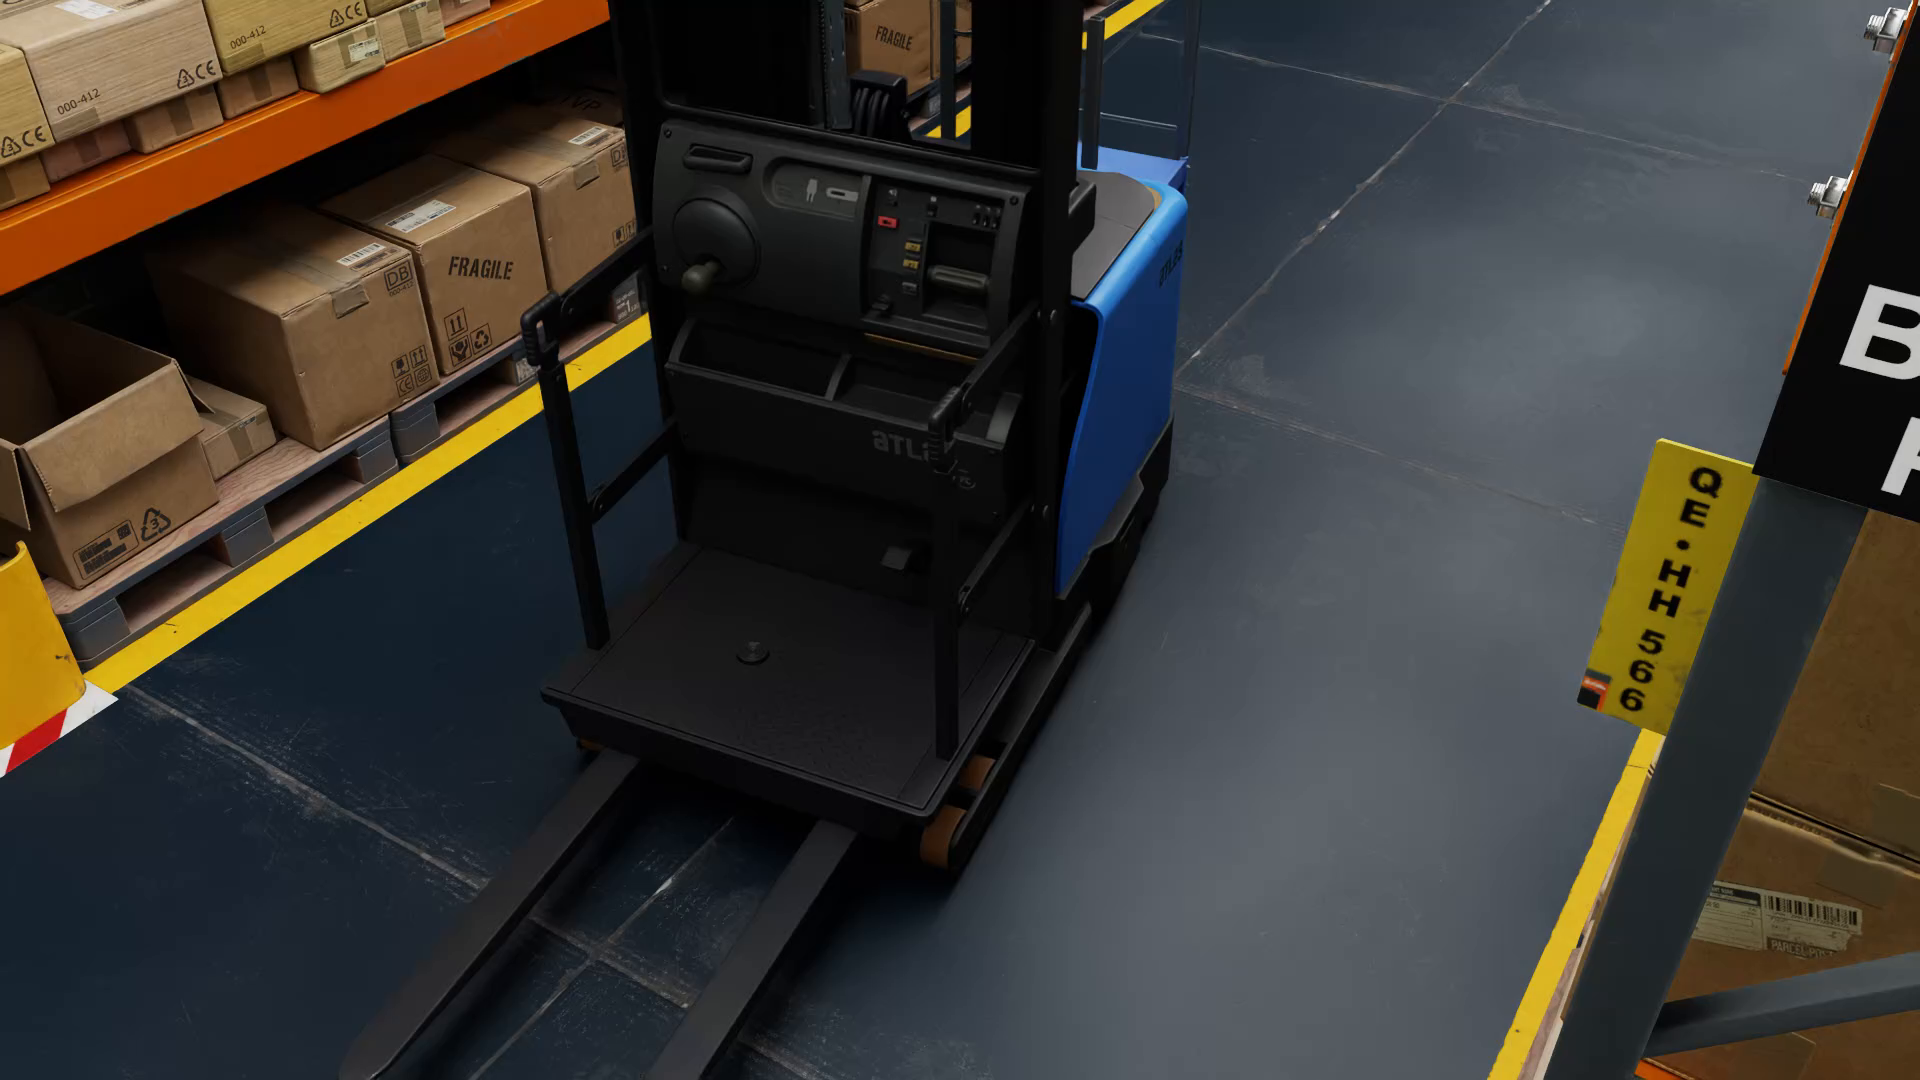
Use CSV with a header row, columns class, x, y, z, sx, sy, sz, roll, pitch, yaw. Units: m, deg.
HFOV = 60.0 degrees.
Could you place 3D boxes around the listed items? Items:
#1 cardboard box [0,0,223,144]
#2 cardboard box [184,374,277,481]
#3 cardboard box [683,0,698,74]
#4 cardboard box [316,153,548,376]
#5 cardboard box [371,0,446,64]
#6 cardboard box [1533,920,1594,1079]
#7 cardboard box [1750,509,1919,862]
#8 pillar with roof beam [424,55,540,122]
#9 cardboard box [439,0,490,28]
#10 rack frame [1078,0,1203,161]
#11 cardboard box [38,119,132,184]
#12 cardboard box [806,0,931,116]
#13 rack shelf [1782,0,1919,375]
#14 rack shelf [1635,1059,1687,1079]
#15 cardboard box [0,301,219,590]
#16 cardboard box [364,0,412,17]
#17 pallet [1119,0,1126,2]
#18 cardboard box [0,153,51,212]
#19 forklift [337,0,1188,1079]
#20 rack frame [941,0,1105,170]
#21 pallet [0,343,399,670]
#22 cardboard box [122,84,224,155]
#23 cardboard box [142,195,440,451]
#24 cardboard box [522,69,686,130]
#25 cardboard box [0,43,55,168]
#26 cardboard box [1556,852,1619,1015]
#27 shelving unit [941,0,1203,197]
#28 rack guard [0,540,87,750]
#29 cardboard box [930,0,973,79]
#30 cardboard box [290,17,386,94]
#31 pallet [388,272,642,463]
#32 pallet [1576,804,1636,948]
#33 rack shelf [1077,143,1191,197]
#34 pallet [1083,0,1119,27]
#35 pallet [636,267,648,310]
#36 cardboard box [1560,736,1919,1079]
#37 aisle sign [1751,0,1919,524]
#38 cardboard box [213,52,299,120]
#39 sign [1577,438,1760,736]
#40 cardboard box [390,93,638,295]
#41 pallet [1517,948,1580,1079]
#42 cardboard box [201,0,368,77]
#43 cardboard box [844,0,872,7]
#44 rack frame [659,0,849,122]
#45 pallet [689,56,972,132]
class,x,y,z,sx,sy,sz,roll,pitch,yaw
cardboard box,-2.329,-1.296,4.353,0.500,0.250,0.500,22,43,26
cardboard box,-2.401,-0.359,5.250,0.380,0.149,0.250,19,42,23
cardboard box,-0.913,-2.420,7.635,0.500,0.500,0.500,21,42,25
cardboard box,-1.803,-0.960,5.742,0.500,0.500,0.500,22,43,26
cardboard box,-1.805,-1.602,5.077,0.380,0.149,0.250,22,43,26
cardboard box,1.393,1.266,2.906,0.875,0.438,0.875,20,42,24
cardboard box,1.181,0.028,1.856,0.500,0.500,0.500,23,43,27
pillar with roof beam,1.575,-3.797,2.805,9.100,9.000,0.400,21,42,25
cardboard box,-1.725,-1.757,5.279,0.380,0.149,0.250,21,42,25
rack frame,0.586,-1.508,5.978,0.500,1.500,0.032,15,40,19
cardboard box,-2.453,-1.105,4.432,0.380,0.149,0.250,21,42,25
cardboard box,-0.477,-2.246,7.410,0.500,0.500,0.500,23,43,27
rack shelf,2.196,-1.144,2.409,1.077,0.370,4.000,21,42,25
rack shelf,2.196,0.044,3.325,1.077,0.370,4.000,21,42,25
cardboard box,-2.661,-0.293,4.874,0.797,0.503,0.637,19,42,23
cardboard box,-1.804,-1.829,5.044,0.500,0.250,0.500,20,42,24
pallet,0.785,-3.479,9.590,1.003,0.211,1.213,21,42,25
cardboard box,-2.564,-0.958,4.241,0.380,0.149,0.250,22,43,26
forklift,-0.378,-0.635,3.672,1.130,2.935,3.031,15,40,19
rack frame,0.178,-0.940,5.241,0.500,1.500,0.032,15,40,19
pallet,-2.602,-0.177,5.307,1.003,0.211,1.213,21,42,25
cardboard box,-2.266,-1.215,4.575,0.380,0.149,0.250,23,43,26
cardboard box,-2.171,-0.720,5.431,0.700,0.500,0.500,23,43,27
cardboard box,-1.480,-1.732,6.898,0.500,0.311,0.500,23,43,27
cardboard box,-2.599,-1.036,4.016,0.500,0.250,0.500,21,42,25
cardboard box,1.876,0.791,3.521,0.875,0.438,0.875,22,43,26
shelving unit,0.382,-1.224,5.610,0.538,1.500,1.048,15,40,19
rack guard,-3.028,0.119,4.686,1.175,0.500,0.348,21,42,25
cardboard box,-0.200,-2.523,7.770,0.500,0.500,0.500,21,42,25
cardboard box,-1.929,-1.459,4.892,0.380,0.149,0.250,20,42,24
pallet,-1.948,-0.804,6.120,1.003,0.211,1.213,21,42,25
pallet,2.141,0.830,4.000,1.003,0.211,1.213,21,42,25
rack shelf,0.382,-1.082,5.719,0.538,0.185,1.000,15,40,19
pallet,0.131,-2.852,8.777,1.003,0.211,1.213,21,42,25
pallet,-1.295,-1.435,6.939,1.003,0.211,1.213,21,42,25
cardboard box,1.159,0.415,2.172,0.500,0.500,0.500,21,42,25
aisle sign,0.824,-0.304,1.058,0.394,0.787,0.004,21,42,25
cardboard box,-2.128,-1.354,4.755,0.380,0.149,0.250,22,43,26
sign,0.673,0.053,1.582,0.100,0.325,0.005,21,42,25
cardboard box,-1.614,-1.255,6.125,0.700,0.500,0.500,20,42,23
pallet,1.486,1.457,3.187,1.003,0.211,1.213,21,42,25
cardboard box,-2.060,-1.558,4.693,0.500,0.250,0.500,20,42,24
cardboard box,-0.509,-2.425,7.110,0.380,0.149,0.250,23,43,27
rack frame,-0.926,-2.893,6.547,1.000,3.000,0.127,21,42,25
pallet,-0.522,-2.221,7.958,1.003,0.211,1.213,21,42,25
